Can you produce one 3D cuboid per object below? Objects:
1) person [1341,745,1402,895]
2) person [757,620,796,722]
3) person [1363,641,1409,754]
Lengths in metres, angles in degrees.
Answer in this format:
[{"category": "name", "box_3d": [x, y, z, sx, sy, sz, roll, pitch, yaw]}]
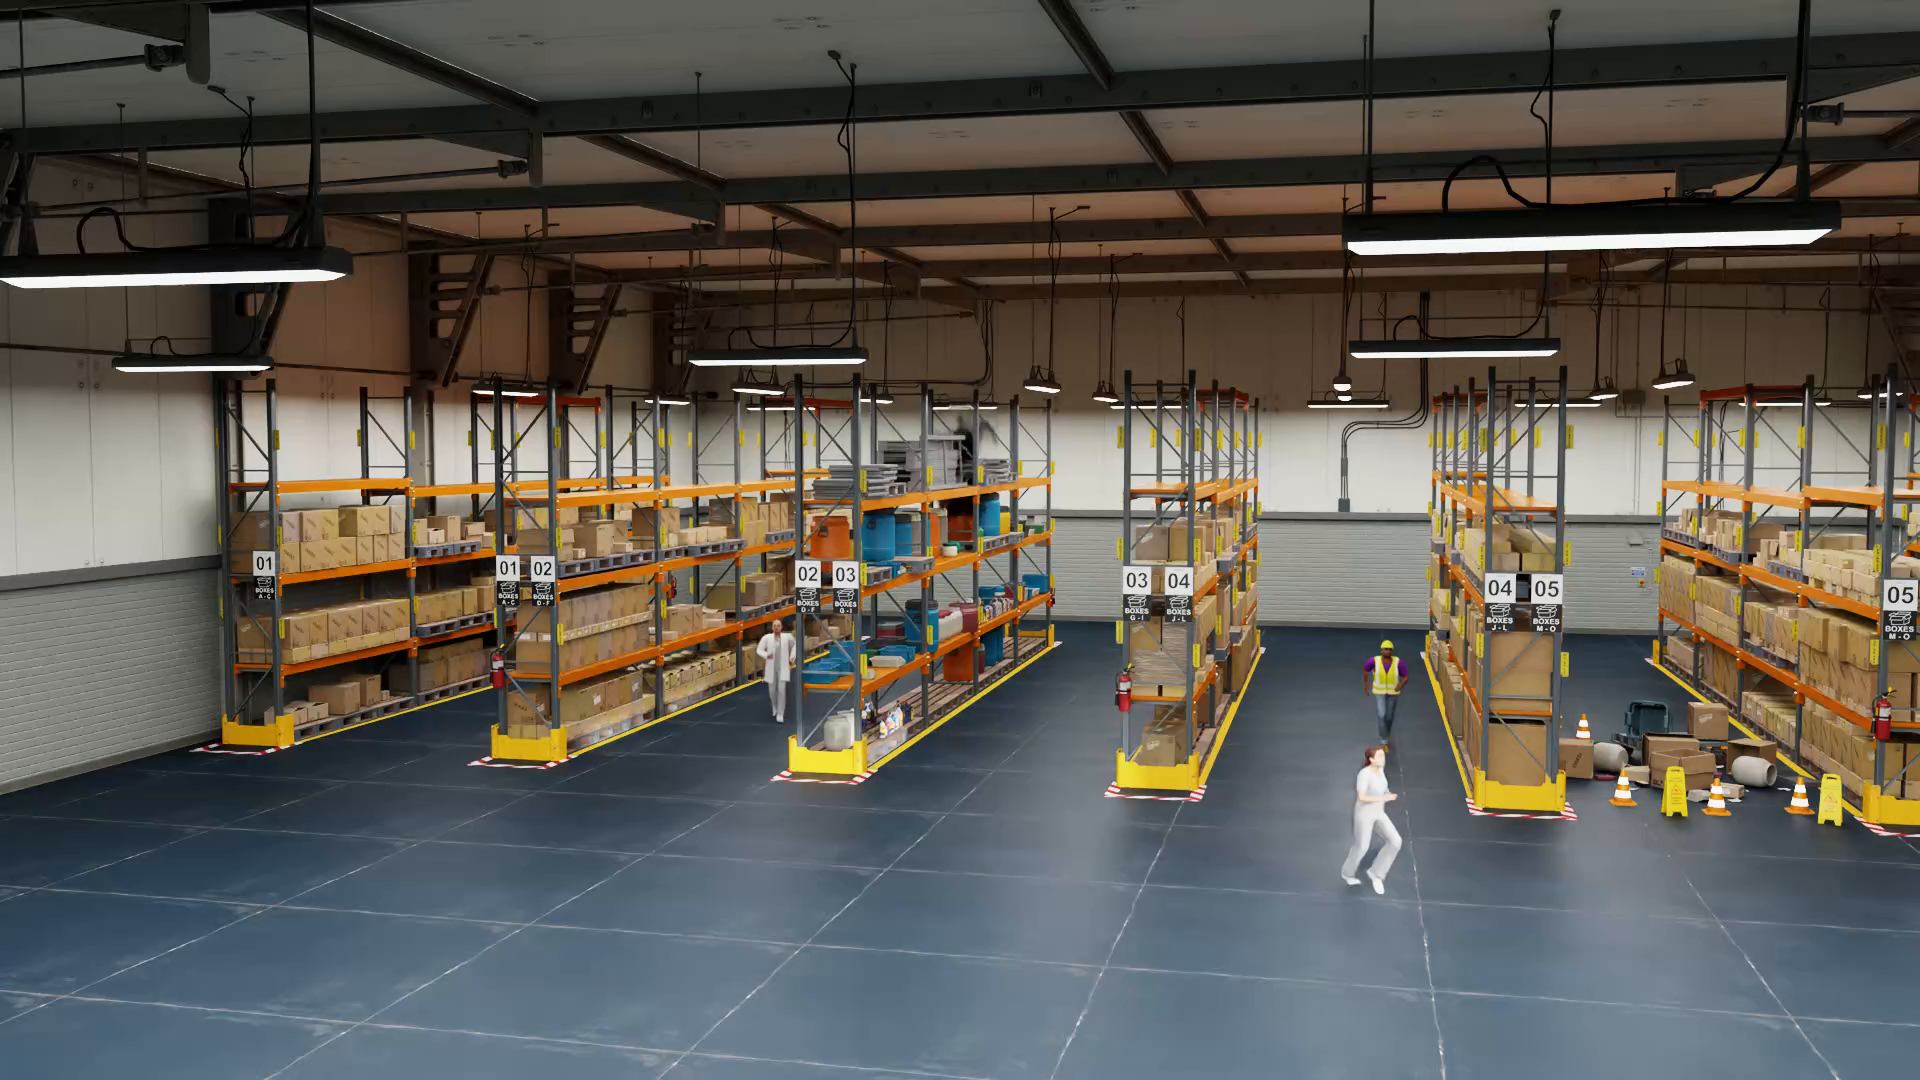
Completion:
[{"category": "person", "box_3d": [4.526, 3.063, 18.360, 0.590, 1.655, 0.798, -3, 4, -37]}, {"category": "person", "box_3d": [-3.272, 2.311, 29.747, 0.723, 1.780, 0.930, 0, 3, -2]}, {"category": "person", "box_3d": [6.904, 2.522, 26.961, 0.705, 1.811, 0.900, 0, 3, 7]}]
